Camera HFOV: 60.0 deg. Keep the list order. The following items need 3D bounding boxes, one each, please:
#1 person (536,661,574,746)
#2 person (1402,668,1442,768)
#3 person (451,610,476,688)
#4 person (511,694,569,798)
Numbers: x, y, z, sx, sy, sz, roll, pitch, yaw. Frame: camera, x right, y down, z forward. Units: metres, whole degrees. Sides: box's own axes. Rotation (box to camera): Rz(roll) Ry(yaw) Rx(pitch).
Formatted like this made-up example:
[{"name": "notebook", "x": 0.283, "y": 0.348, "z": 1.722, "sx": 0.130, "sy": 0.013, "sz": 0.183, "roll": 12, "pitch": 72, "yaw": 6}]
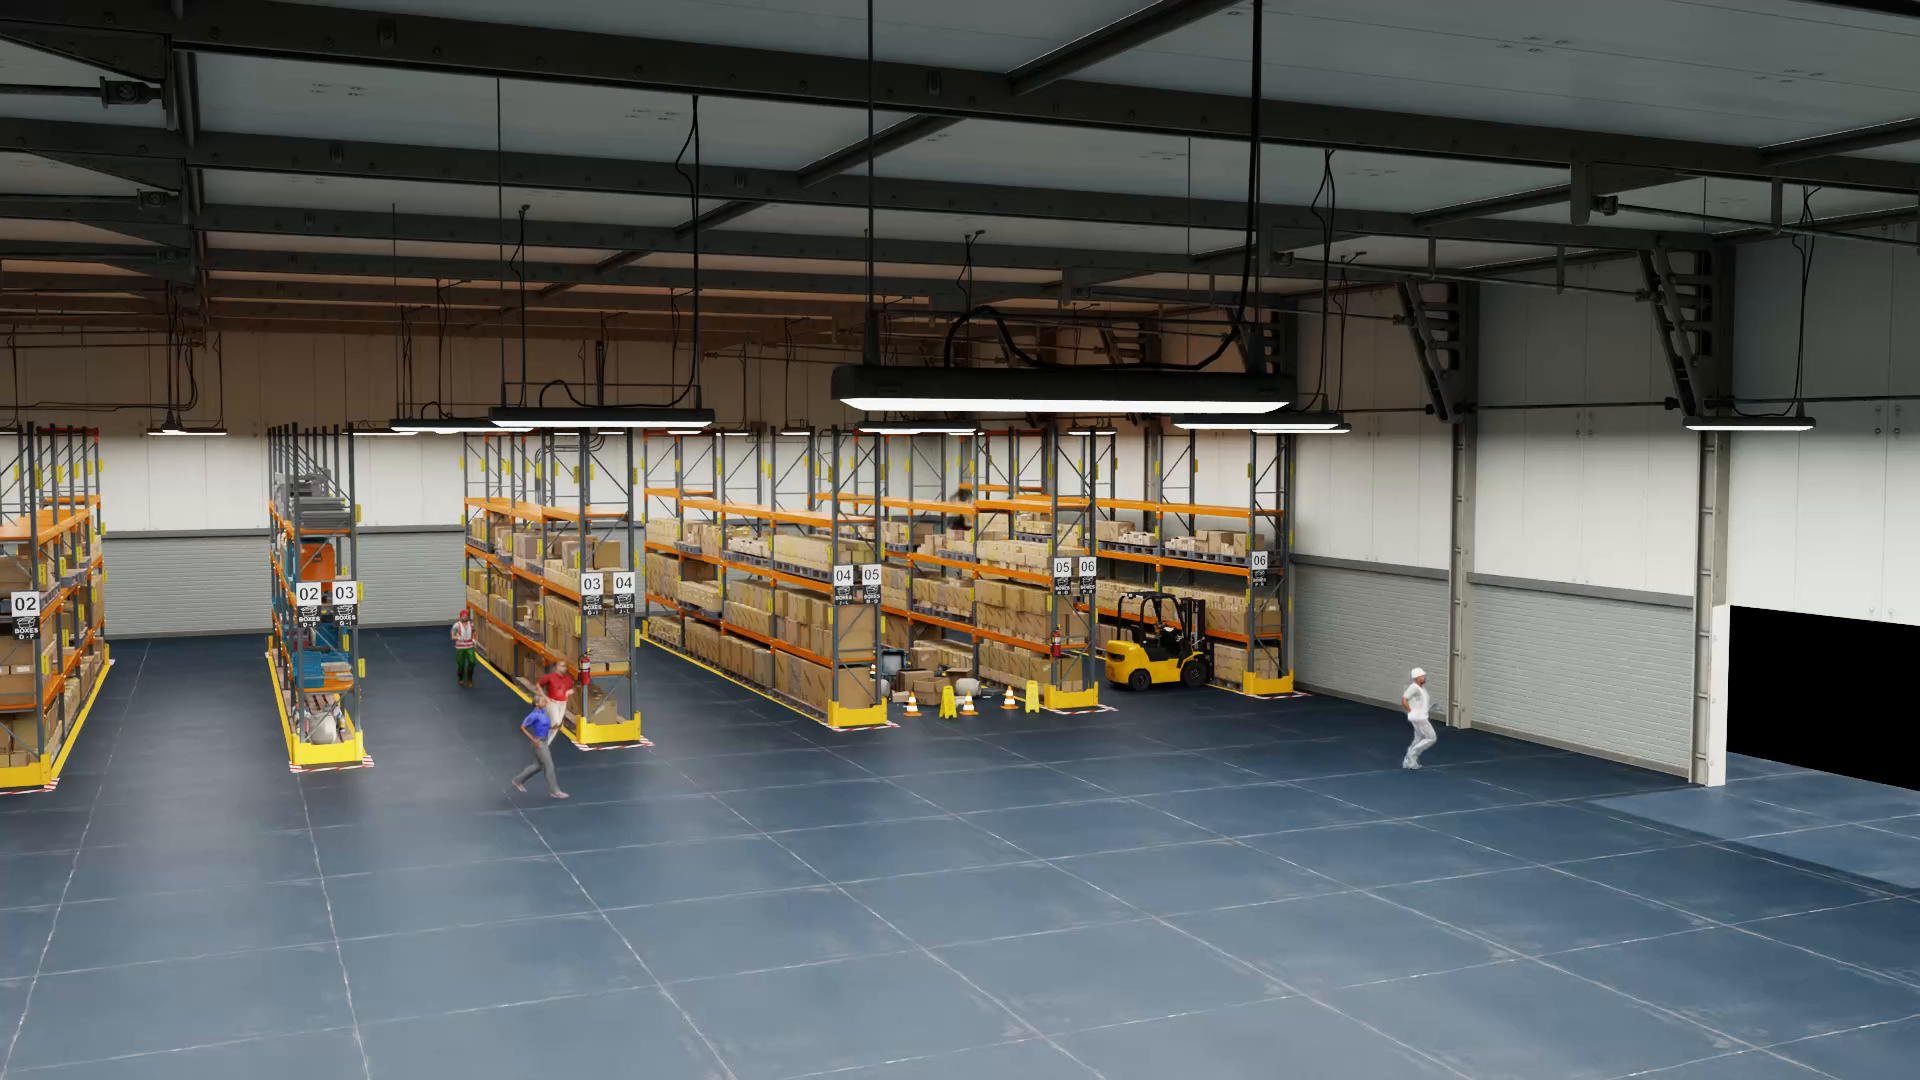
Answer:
[{"name": "person", "x": -7.371, "y": 3.057, "z": 30.268, "sx": 0.655, "sy": 1.720, "sz": 0.756, "roll": 3, "pitch": 4, "yaw": 39}, {"name": "person", "x": 7.969, "y": 3.080, "z": 28.681, "sx": 0.634, "sy": 1.738, "sz": 0.668, "roll": 1, "pitch": 4, "yaw": 21}, {"name": "person", "x": -11.363, "y": 2.510, "z": 38.179, "sx": 0.608, "sy": 1.816, "sz": 0.747, "roll": -2, "pitch": 4, "yaw": -28}, {"name": "person", "x": -6.669, "y": 3.264, "z": 26.363, "sx": 0.942, "sy": 1.641, "sz": 0.577, "roll": 0, "pitch": 3, "yaw": -1}]
